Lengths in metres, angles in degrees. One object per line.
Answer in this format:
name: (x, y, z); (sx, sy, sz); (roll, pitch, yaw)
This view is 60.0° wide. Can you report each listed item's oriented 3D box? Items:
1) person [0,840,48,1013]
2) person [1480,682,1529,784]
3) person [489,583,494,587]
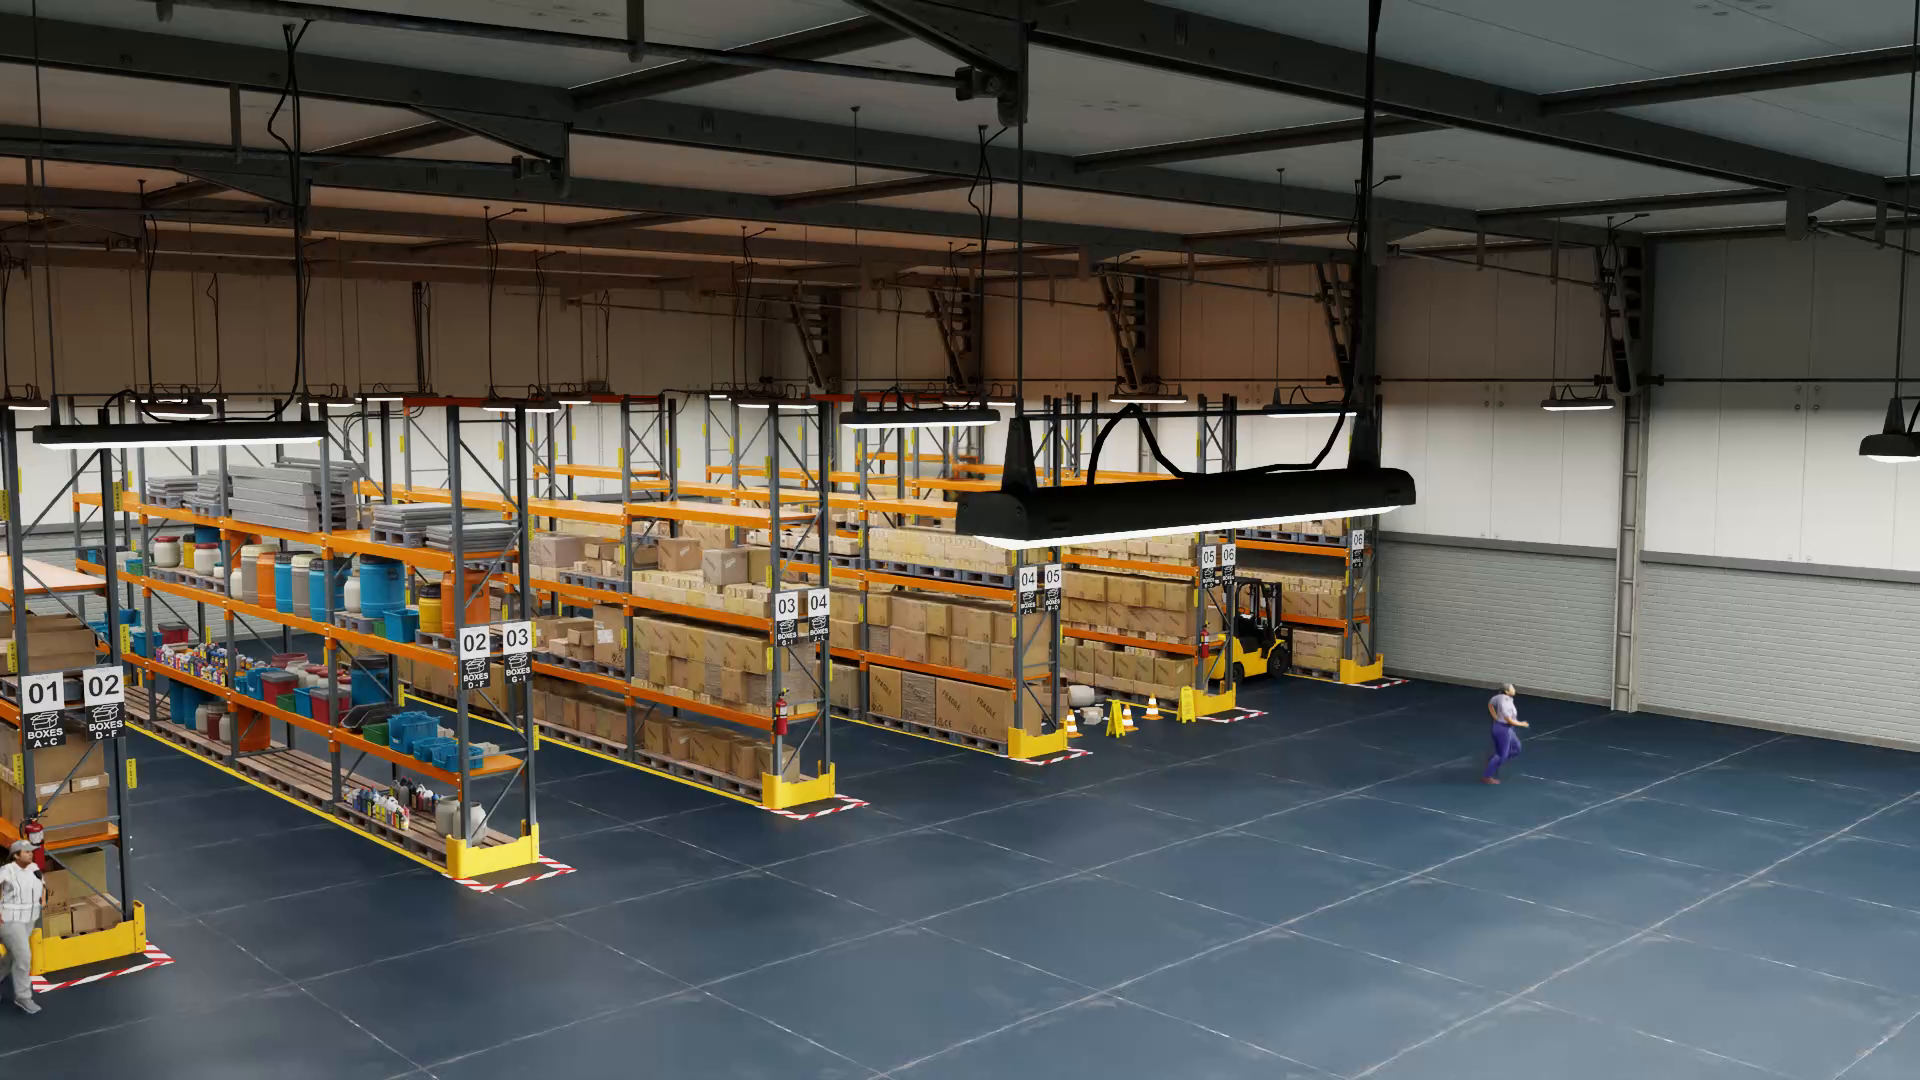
person: (-9.560, 3.894, 16.899); (0.761, 1.681, 0.596); (1, 6, 10)
person: (8.549, 3.022, 26.107); (0.705, 1.590, 0.628); (1, 6, 12)
person: (-10.959, 1.821, 38.487); (0.708, 1.657, 0.625); (-1, 6, -5)
